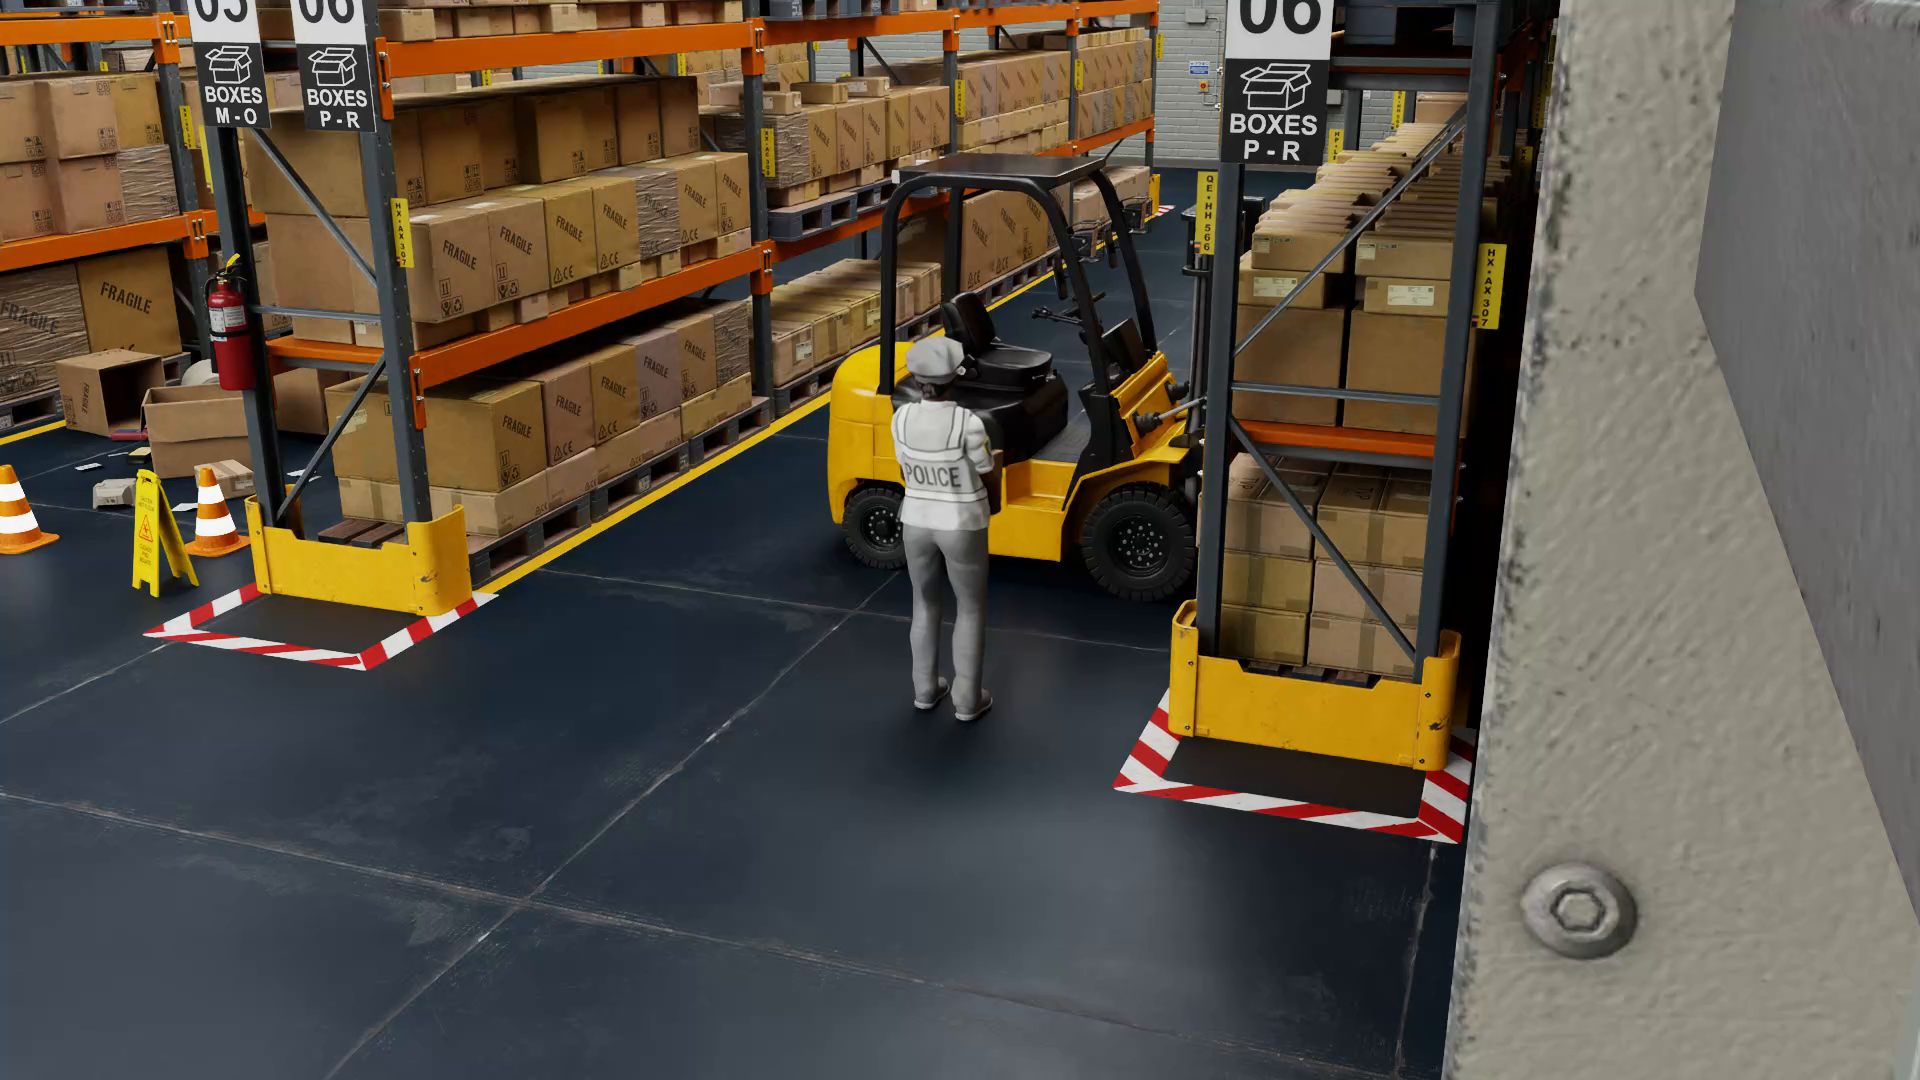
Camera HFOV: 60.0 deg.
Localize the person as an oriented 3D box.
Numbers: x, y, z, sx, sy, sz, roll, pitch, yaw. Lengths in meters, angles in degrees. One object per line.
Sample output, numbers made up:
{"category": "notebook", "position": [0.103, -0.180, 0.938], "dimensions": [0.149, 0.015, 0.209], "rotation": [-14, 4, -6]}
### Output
{"category": "person", "position": [-0.035, -0.064, 7.216], "dimensions": [0.451, 1.688, 0.531], "rotation": [7, 20, 19]}
